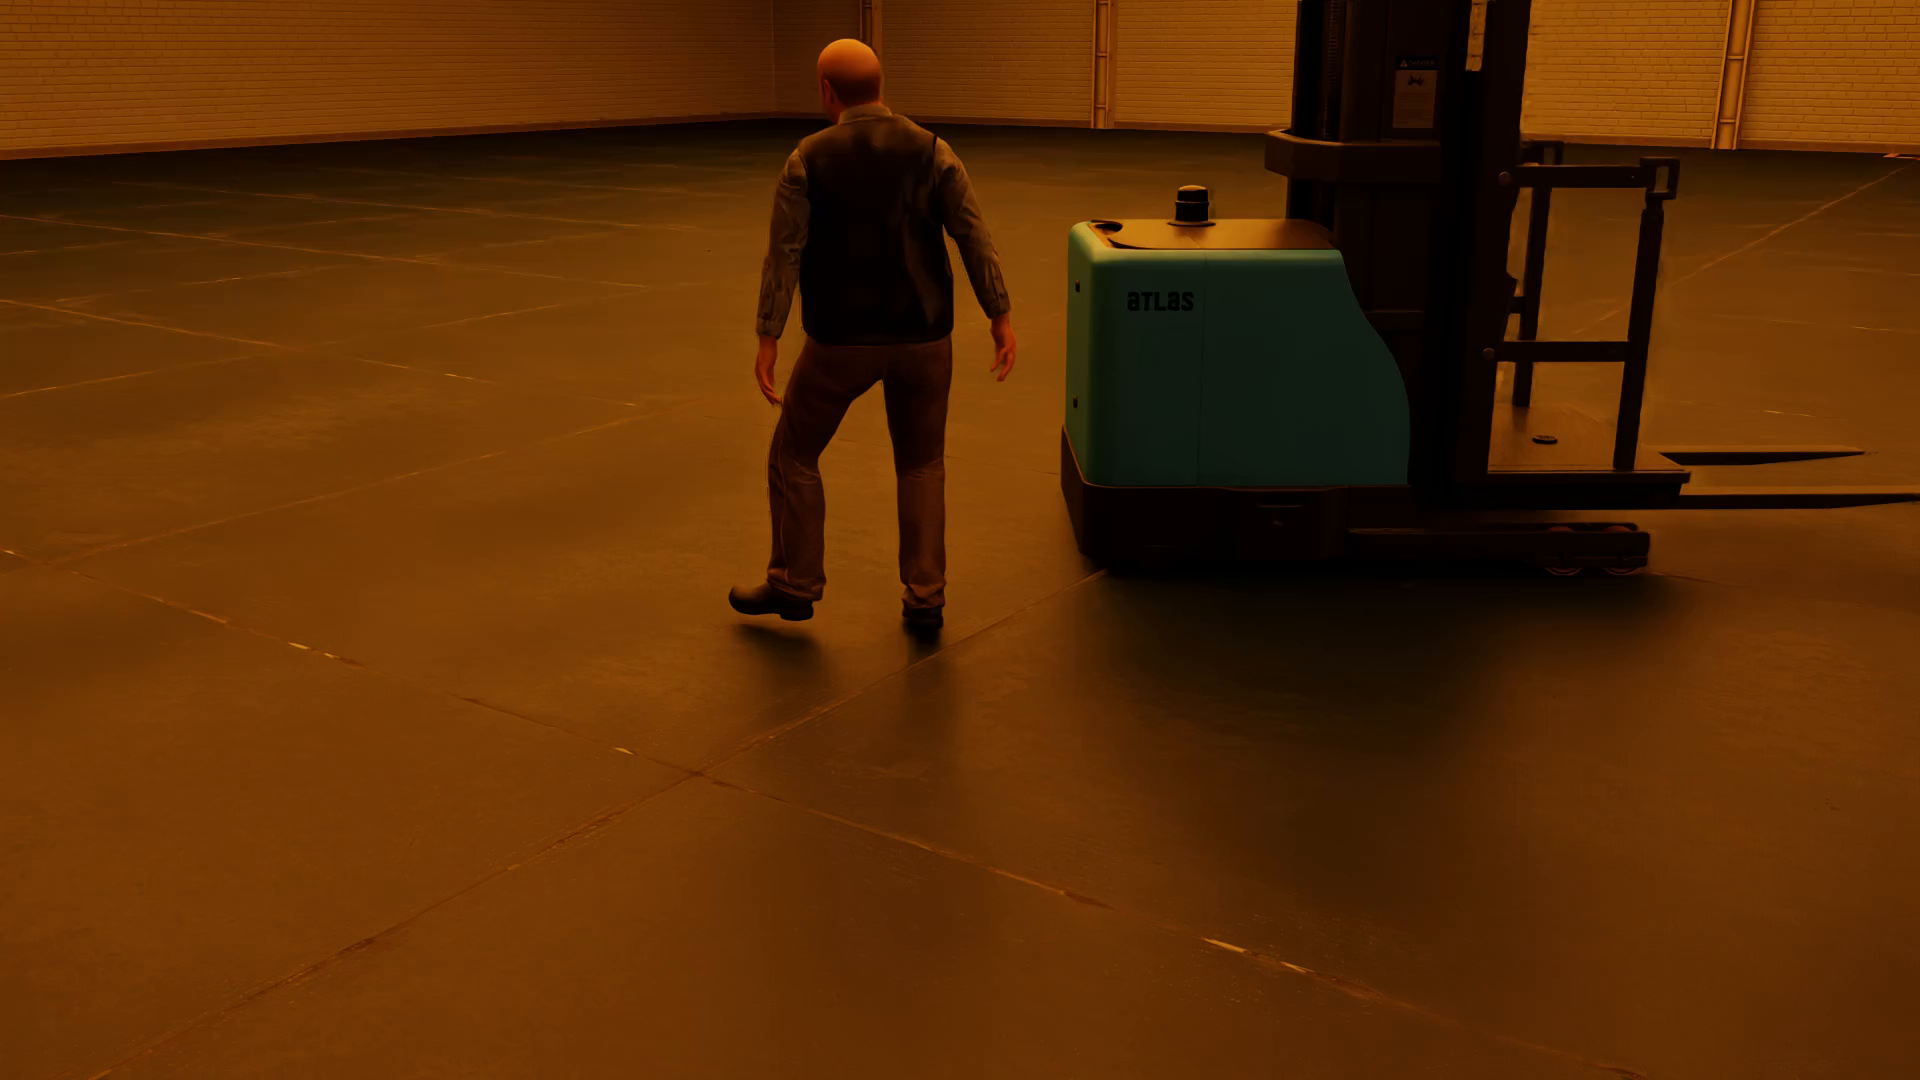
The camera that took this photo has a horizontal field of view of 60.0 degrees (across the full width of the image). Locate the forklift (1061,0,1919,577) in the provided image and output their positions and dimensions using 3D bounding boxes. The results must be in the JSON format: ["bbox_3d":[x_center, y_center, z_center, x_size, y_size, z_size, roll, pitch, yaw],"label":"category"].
[{"bbox_3d":[1.911,-1.435,5.630,3.031,2.935,1.130,0,17,-1],"label":"forklift"}]

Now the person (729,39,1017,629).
[{"bbox_3d":[-0.268,-0.571,4.824,0.860,1.689,0.399,-2,17,-8],"label":"person"}]
